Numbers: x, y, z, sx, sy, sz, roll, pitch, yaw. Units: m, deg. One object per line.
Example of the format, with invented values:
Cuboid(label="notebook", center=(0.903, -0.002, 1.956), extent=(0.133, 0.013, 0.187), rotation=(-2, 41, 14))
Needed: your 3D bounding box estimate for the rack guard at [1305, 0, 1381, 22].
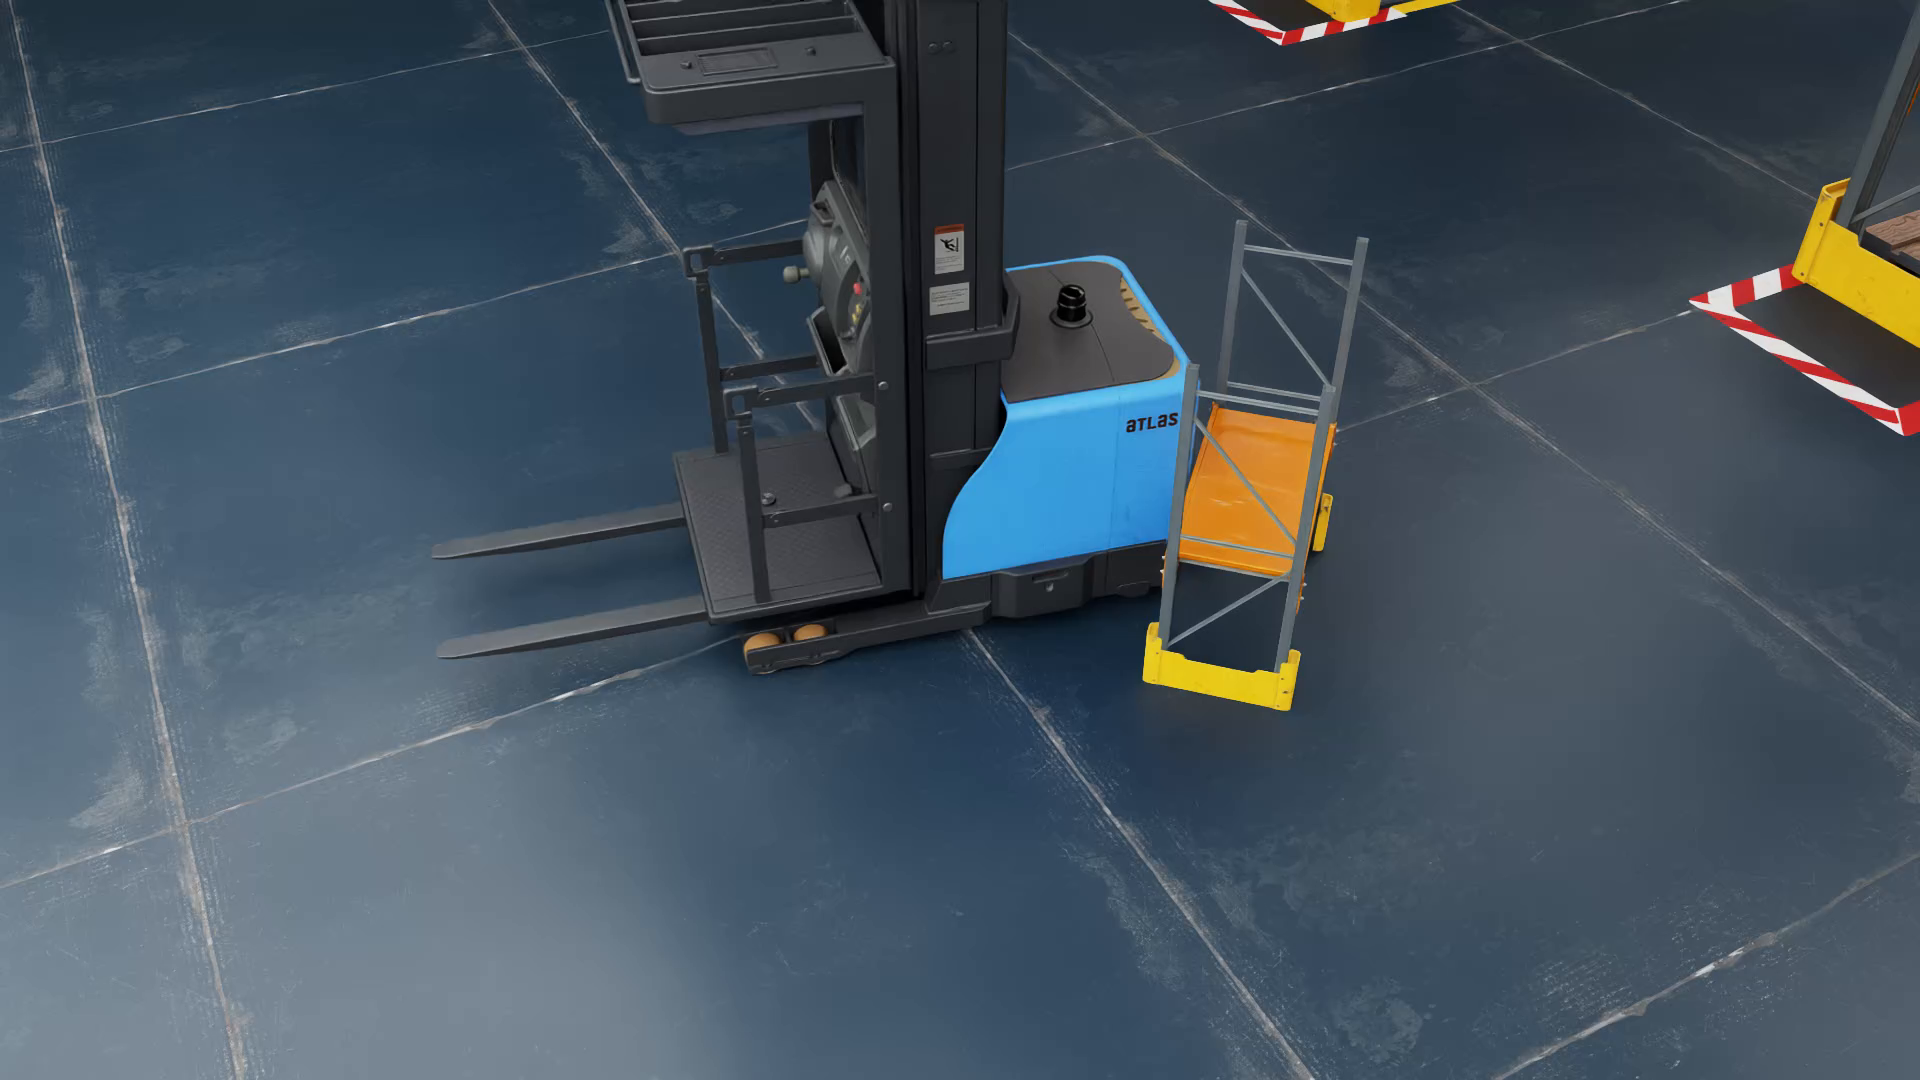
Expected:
Cuboid(label="rack guard", center=(2.517, -4.131, 11.744), extent=(0.348, 0.500, 1.175), rotation=(-19, 44, -21))

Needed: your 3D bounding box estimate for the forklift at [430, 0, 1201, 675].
Cuboid(label="forklift", center=(-0.637, -0.965, 6.122), extent=(3.031, 2.935, 1.130), rotation=(-10, 41, -12))

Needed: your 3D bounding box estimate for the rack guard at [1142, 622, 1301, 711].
Cuboid(label="rack guard", center=(1.012, 0.492, 6.475), extent=(0.587, 0.250, 0.087), rotation=(11, 41, 13))

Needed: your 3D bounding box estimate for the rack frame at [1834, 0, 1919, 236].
Cuboid(label="rack frame", center=(4.823, -2.253, 7.590), extent=(0.127, 3.000, 1.000), rotation=(-19, 44, -21))

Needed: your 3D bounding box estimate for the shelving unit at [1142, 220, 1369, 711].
Cuboid(label="shelving unit", center=(1.156, -0.293, 6.435), extent=(0.587, 1.500, 1.083), rotation=(11, 41, 13))

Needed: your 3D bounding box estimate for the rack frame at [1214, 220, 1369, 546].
Cuboid(label="rack frame", center=(1.299, -0.602, 6.800), extent=(0.500, 1.500, 0.032), rotation=(11, 41, 13))

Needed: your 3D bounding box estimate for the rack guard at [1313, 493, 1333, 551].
Cuboid(label="rack guard", center=(1.299, -0.124, 7.203), extent=(0.587, 0.250, 0.087), rotation=(11, 41, 13))

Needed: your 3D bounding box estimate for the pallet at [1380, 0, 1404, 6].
Cuboid(label="pallet", center=(3.197, -4.281, 12.143), extent=(1.213, 0.211, 1.003), rotation=(-19, 44, -21))

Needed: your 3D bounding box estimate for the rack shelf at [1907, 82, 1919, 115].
Cuboid(label="rack shelf", center=(6.597, -2.575, 8.528), extent=(4.000, 0.370, 1.077), rotation=(-19, 44, -21))

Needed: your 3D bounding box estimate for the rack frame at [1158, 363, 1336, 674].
Cuboid(label="rack frame", center=(1.007, 0.027, 6.057), extent=(0.500, 1.500, 0.032), rotation=(11, 41, 13))

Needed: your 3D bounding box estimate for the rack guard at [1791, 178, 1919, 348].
Cuboid(label="rack guard", center=(4.869, -1.349, 8.456), extent=(0.348, 0.500, 1.175), rotation=(-19, 44, -21))

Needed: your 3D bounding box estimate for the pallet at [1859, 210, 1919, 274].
Cuboid(label="pallet", center=(5.592, -1.478, 8.832), extent=(1.213, 0.211, 1.003), rotation=(-19, 44, -21))

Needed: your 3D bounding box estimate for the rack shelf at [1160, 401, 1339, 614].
Cuboid(label="rack shelf", center=(1.153, -0.150, 6.545), extent=(0.538, 0.185, 1.000), rotation=(11, 41, 13))
